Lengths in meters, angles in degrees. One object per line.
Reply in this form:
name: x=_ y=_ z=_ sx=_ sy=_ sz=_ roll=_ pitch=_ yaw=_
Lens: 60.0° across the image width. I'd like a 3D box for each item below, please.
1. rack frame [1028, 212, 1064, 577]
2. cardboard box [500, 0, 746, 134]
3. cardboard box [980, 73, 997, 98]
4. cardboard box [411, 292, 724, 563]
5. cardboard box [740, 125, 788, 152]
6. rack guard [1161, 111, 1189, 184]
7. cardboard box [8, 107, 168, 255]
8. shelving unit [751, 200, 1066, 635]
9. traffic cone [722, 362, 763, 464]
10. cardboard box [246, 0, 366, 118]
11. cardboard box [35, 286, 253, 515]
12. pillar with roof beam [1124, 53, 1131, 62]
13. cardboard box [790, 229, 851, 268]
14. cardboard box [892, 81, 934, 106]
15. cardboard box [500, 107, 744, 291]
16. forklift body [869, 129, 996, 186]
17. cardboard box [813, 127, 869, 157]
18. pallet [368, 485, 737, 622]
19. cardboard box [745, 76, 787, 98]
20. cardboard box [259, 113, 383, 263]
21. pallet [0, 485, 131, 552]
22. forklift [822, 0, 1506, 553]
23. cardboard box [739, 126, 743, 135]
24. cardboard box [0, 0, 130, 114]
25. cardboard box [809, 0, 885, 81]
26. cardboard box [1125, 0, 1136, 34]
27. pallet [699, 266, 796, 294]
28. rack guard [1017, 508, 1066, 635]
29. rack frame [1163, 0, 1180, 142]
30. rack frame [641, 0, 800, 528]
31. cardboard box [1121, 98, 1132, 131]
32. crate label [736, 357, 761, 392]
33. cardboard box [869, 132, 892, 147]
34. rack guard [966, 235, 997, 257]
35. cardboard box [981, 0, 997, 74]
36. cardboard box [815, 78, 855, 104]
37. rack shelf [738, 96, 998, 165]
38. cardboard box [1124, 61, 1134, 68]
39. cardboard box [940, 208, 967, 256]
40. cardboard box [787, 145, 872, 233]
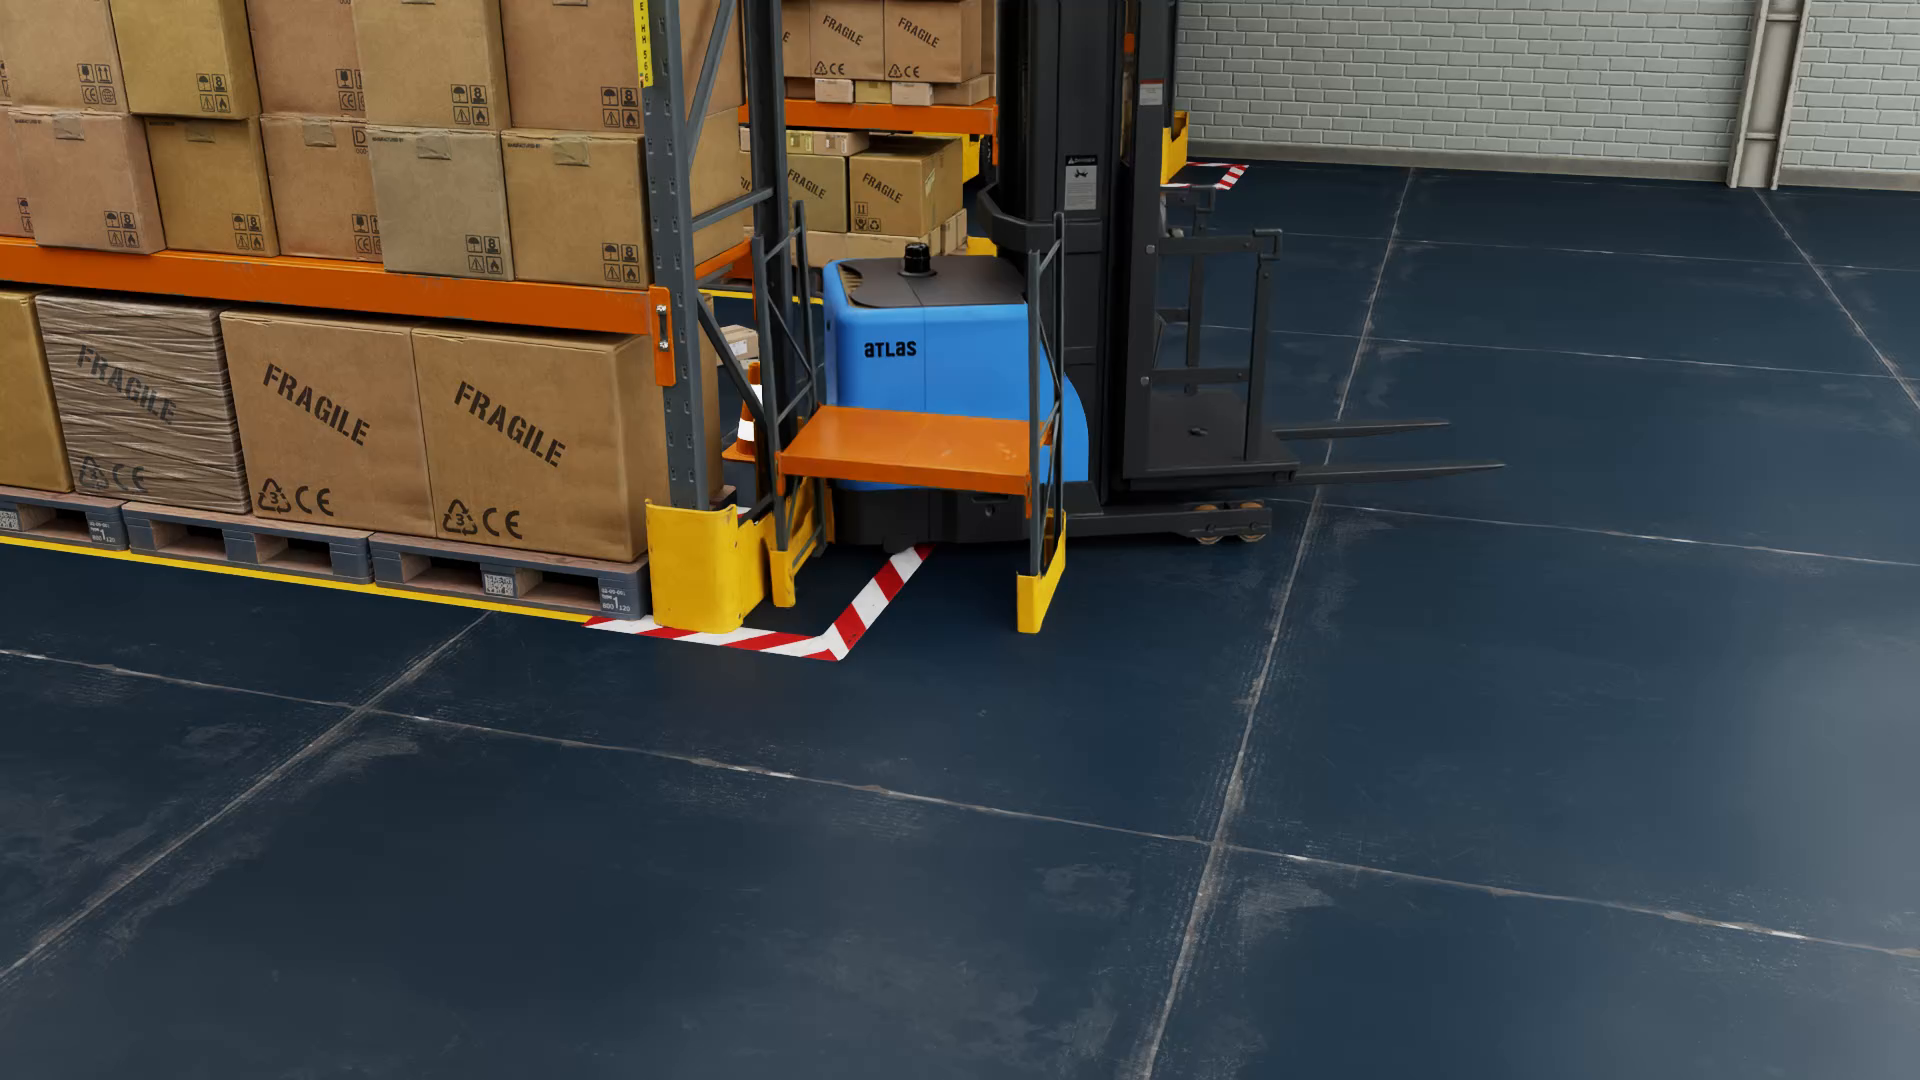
rack frame: x=0.329 y=-0.435 z=6.289 sx=0.032 sy=1.500 sz=0.500 roll=5 pitch=28 yaw=13
cardboard box: x=-1.247 y=-1.877 z=6.274 sx=0.550 sy=0.550 sz=0.875 roll=7 pitch=23 yaw=16
cardboard box: x=0.165 y=-3.060 z=11.107 sx=0.250 sy=0.149 sz=0.380 roll=7 pitch=23 yaw=16
cardboard box: x=-1.571 y=-0.515 z=6.820 sx=0.875 sy=0.875 sz=0.875 roll=7 pitch=23 yaw=16
cardboard box: x=-1.274 y=-2.700 z=11.126 sx=0.250 sy=0.149 sz=0.380 roll=8 pitch=23 yaw=18
rack guard: x=1.884 y=-3.708 z=15.651 sx=0.348 sy=0.500 sz=1.175 roll=7 pitch=23 yaw=16
cardboard box: x=-3.359 y=-1.571 z=6.951 sx=0.550 sy=0.550 sz=0.875 roll=7 pitch=23 yaw=16
shelving unit: x=-0.173 y=-0.483 z=6.406 sx=1.083 sy=1.500 sz=0.587 roll=5 pitch=28 yaw=13
traffic cone: x=-1.001 y=-0.654 z=8.255 sx=0.334 sy=0.463 sz=0.336 roll=7 pitch=23 yaw=16
cardboard box: x=-2.297 y=-2.015 z=6.609 sx=0.550 sy=0.550 sz=0.875 roll=7 pitch=23 yaw=16
cardboard box: x=-3.286 y=-0.712 z=7.299 sx=0.875 sy=0.875 sz=0.875 roll=7 pitch=23 yaw=16
pillar with roof beam: x=0.211 y=-6.482 z=11.216 sx=0.400 sy=9.000 sz=9.100 roll=7 pitch=23 yaw=16
cardboard box: x=-0.915 y=-2.036 z=11.351 sx=0.500 sy=0.250 sz=0.500 roll=7 pitch=23 yaw=16
cardboard box: x=-0.264 y=-2.898 z=10.713 sx=0.250 sy=0.149 sz=0.380 roll=6 pitch=23 yaw=15
cardboard box: x=-1.271 y=-1.347 z=6.405 sx=0.550 sy=0.550 sz=0.875 roll=7 pitch=23 yaw=16
forklift body: x=-0.482 y=-4.020 z=14.235 sx=1.214 sy=2.155 sz=2.313 roll=7 pitch=23 yaw=16
cardboard box: x=-0.783 y=-2.641 z=10.984 sx=0.250 sy=0.149 sz=0.380 roll=7 pitch=23 yaw=17
pallet: x=-1.691 y=-0.023 z=7.048 sx=1.213 sy=0.211 sz=1.003 roll=7 pitch=23 yaw=15
cardboard box: x=-1.234 y=-3.025 z=11.023 sx=0.250 sy=0.149 sz=0.380 roll=6 pitch=23 yaw=15
cardboard box: x=-2.304 y=-1.507 z=6.793 sx=0.550 sy=0.550 sz=0.875 roll=7 pitch=23 yaw=16
pallet: x=-4.027 y=-0.290 z=7.700 sx=1.213 sy=0.211 sz=1.003 roll=7 pitch=23 yaw=15
forklift: x=0.922 y=-1.536 z=7.153 sx=3.031 sy=2.935 sz=1.130 roll=-3 pitch=22 yaw=-7
cardboard box: x=-1.779 y=-2.693 z=11.964 sx=0.500 sy=0.500 sz=0.500 roll=8 pitch=24 yaw=18
cardboard box: x=-3.351 y=-2.081 z=6.770 sx=0.550 sy=0.550 sz=0.875 roll=7 pitch=23 yaw=16
cardboard box: x=-0.647 y=-3.263 z=10.749 sx=0.500 sy=0.500 sz=0.500 roll=7 pitch=23 yaw=16
cardboard box: x=1.314 y=-4.872 z=15.063 sx=0.500 sy=0.500 sz=0.500 roll=6 pitch=23 yaw=14
pallet: x=-1.574 y=-2.018 z=11.911 sx=1.213 sy=0.211 sz=1.003 roll=7 pitch=23 yaw=16
rack guard: x=0.325 y=0.117 z=6.582 sx=0.087 sy=0.250 sz=0.587 roll=5 pitch=28 yaw=13
rack frame: x=1.861 y=-4.867 z=15.183 sx=0.127 sy=3.000 sz=1.000 roll=7 pitch=23 yaw=16
rack frame: x=-0.903 y=-1.254 z=6.374 sx=0.127 sy=3.000 sz=1.000 roll=7 pitch=23 yaw=16
cardboard box: x=1.304 y=-3.960 z=15.383 sx=0.500 sy=0.250 sz=0.500 roll=6 pitch=23 yaw=15
crate label: x=-1.119 y=-0.940 z=9.382 sx=0.298 sy=0.136 sz=0.250 roll=-5 pitch=23 yaw=-12
cardboard box: x=-0.787 y=-2.579 z=11.688 sx=0.500 sy=0.500 sz=0.500 roll=6 pitch=23 yaw=14
rack guard: x=0.358 y=-1.915 z=11.280 sx=0.348 sy=0.500 sz=1.175 roll=7 pitch=23 yaw=16
cardboard box: x=0.057 y=-3.400 z=11.082 sx=0.500 sy=0.500 sz=0.500 roll=6 pitch=23 yaw=15
cardboard box: x=-0.758 y=-2.951 z=10.843 sx=0.250 sy=0.149 sz=0.380 roll=7 pitch=23 yaw=16
rack shelf: x=-1.484 y=-2.950 z=11.456 sx=4.000 sy=0.370 sz=1.077 roll=7 pitch=23 yaw=16
cardboard box: x=1.455 y=-4.373 z=15.732 sx=0.500 sy=0.250 sz=0.500 roll=6 pitch=23 yaw=15
cardboard box: x=-0.262 y=-2.174 z=11.688 sx=0.500 sy=0.250 sz=0.500 roll=6 pitch=23 yaw=15
cardboard box: x=-0.912 y=-2.381 z=11.205 sx=0.500 sy=0.500 sz=0.500 roll=7 pitch=23 yaw=17
